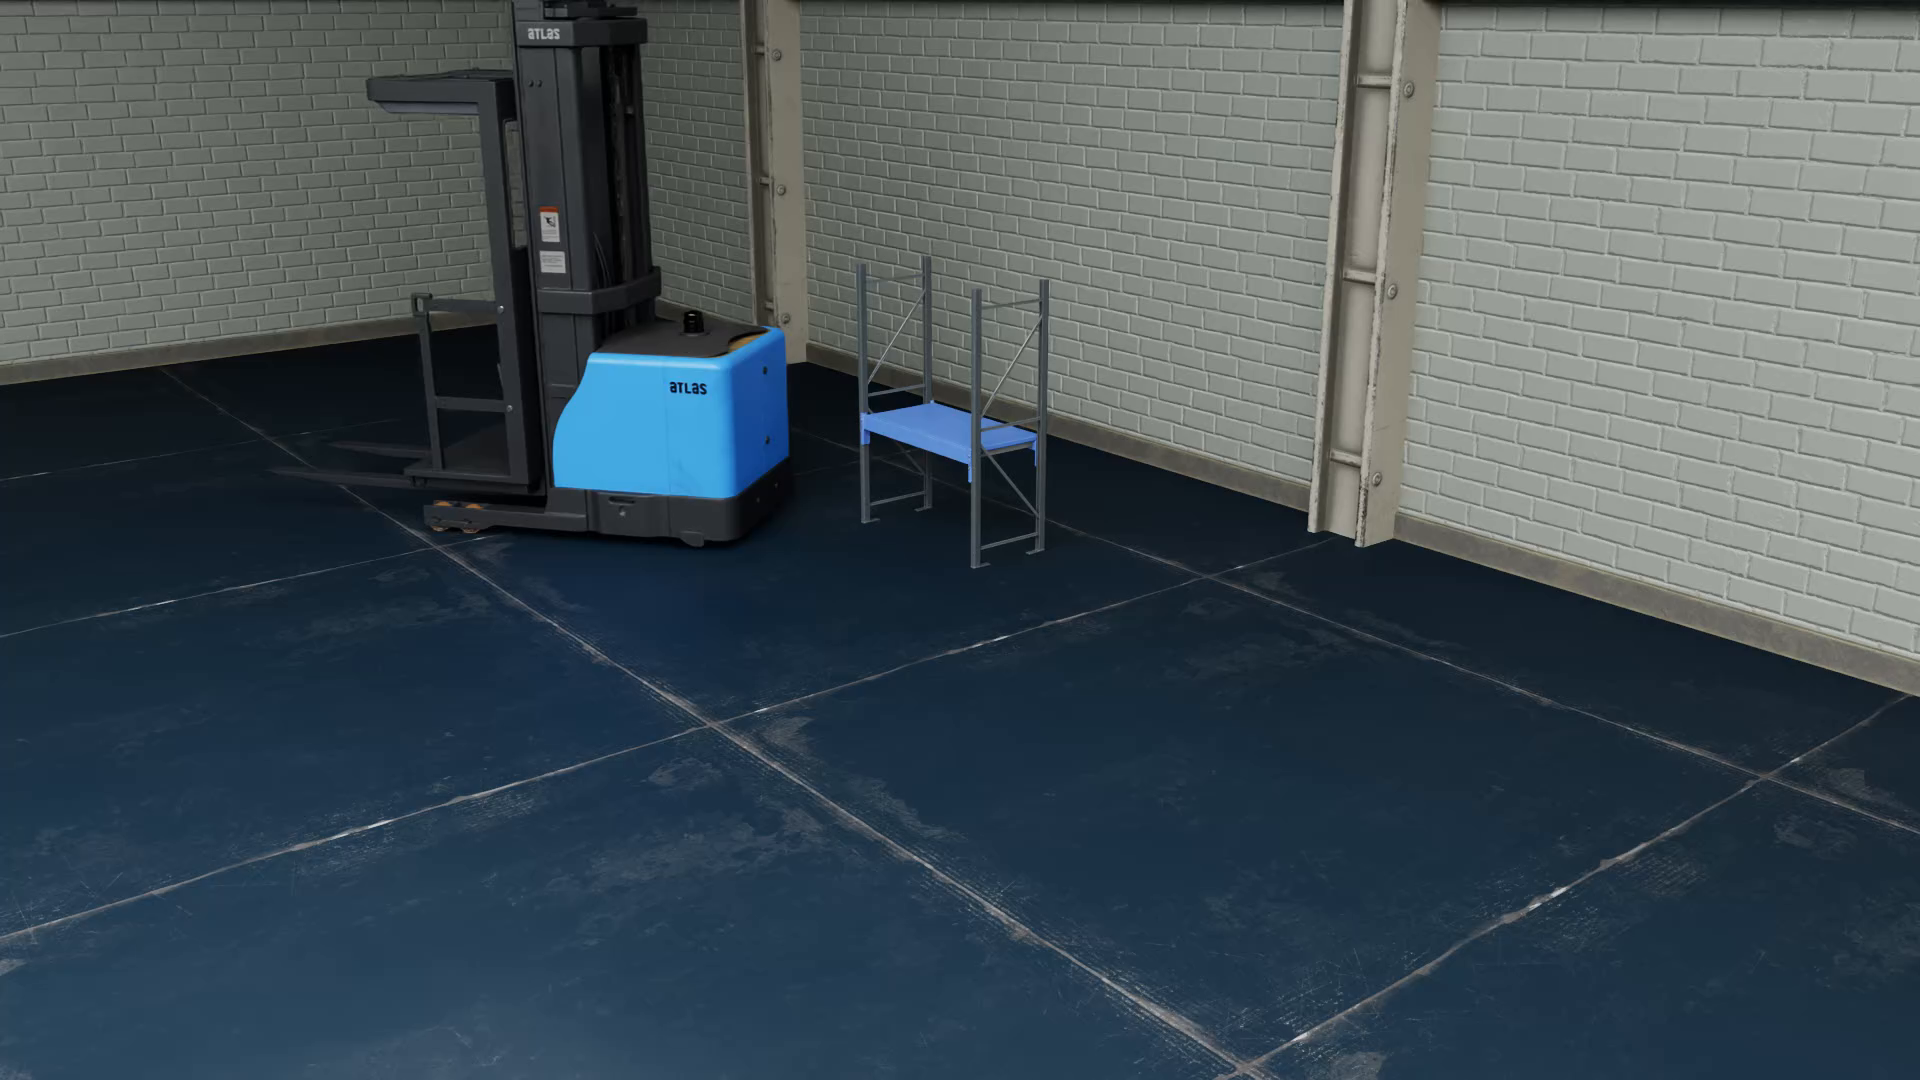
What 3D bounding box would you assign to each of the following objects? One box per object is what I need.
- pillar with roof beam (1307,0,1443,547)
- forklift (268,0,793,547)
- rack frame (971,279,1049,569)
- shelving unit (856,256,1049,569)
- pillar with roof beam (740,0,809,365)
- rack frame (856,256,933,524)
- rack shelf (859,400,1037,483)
[{"bbox_3d":[-1.144,-3.468,5.520,9.100,9.000,0.400,-14,23,-36],"label":"pillar with roof beam"},{"bbox_3d":[-2.577,-1.582,9.478,3.031,2.935,1.130,4,19,13],"label":"forklift"},{"bbox_3d":[0.263,-0.608,8.812,0.500,1.500,0.032,-14,23,-36],"label":"rack frame"},{"bbox_3d":[-0.053,-0.733,9.190,0.538,1.500,1.048,-14,23,-36],"label":"shelving unit"},{"bbox_3d":[-4.870,-4.946,9.984,9.100,9.000,0.400,-14,23,-36],"label":"pillar with roof beam"},{"bbox_3d":[-0.369,-0.858,9.568,0.500,1.500,0.032,-14,23,-36],"label":"rack frame"},{"bbox_3d":[-0.053,-0.562,9.247,0.538,0.185,1.000,-14,23,-36],"label":"rack shelf"}]
